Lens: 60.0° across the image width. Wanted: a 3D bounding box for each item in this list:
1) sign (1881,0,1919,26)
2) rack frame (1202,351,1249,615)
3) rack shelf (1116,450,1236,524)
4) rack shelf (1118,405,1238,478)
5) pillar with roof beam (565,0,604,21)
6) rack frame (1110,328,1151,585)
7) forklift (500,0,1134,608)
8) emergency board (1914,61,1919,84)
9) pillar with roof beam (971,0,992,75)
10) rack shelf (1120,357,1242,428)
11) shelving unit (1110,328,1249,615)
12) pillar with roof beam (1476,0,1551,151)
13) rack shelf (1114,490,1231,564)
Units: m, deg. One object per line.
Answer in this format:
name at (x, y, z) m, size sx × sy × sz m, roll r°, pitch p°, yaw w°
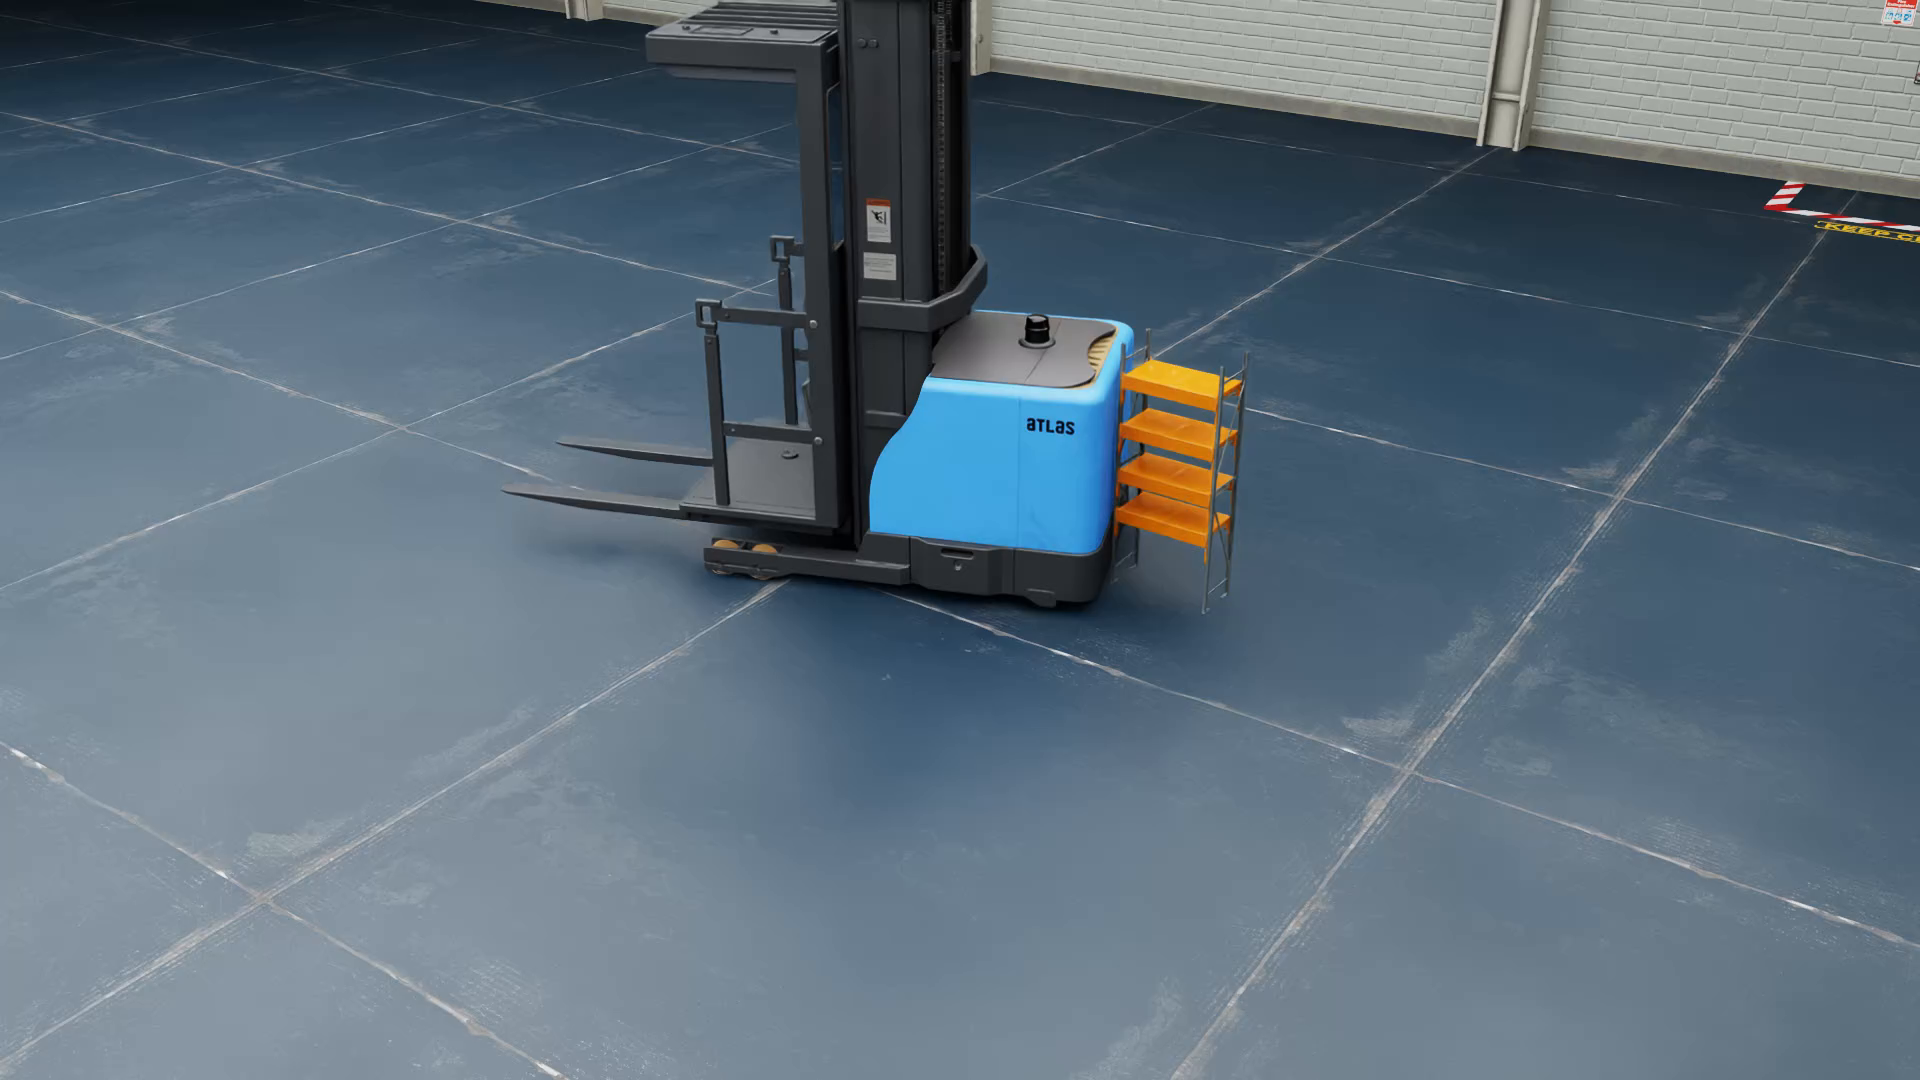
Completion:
sign at (7.580, -4.318, 13.387) m, size 0.234 × 0.329 × 0.001 m, roll 17°, pitch 32°, yaw 30°
rack frame at (1.179, -0.241, 7.401) m, size 0.015 × 1.200 × 0.240 m, roll 18°, pitch 32°, yaw 31°
rack shelf at (0.982, -0.246, 7.558) m, size 0.480 × 0.148 × 0.258 m, roll 18°, pitch 32°, yaw 31°
rack shelf at (0.982, -0.445, 7.457) m, size 0.480 × 0.148 × 0.258 m, roll 18°, pitch 32°, yaw 31°
pillar with roof beam at (-7.282, -9.159, 16.325) m, size 0.400 × 9.000 × 9.100 m, roll 17°, pitch 32°, yaw 30°
rack frame at (0.784, -0.371, 7.655) m, size 0.015 × 1.200 × 0.240 m, roll 18°, pitch 32°, yaw 31°
forklift at (-0.733, -1.342, 7.655) m, size 3.031 × 2.935 × 1.130 m, roll 6°, pitch 28°, yaw 12°
emergency board at (7.981, -4.130, 13.059) m, size 0.626 × 1.169 × 0.157 m, roll 17°, pitch 32°, yaw 30°
pillar with roof beam at (-2.336, -7.618, 13.298) m, size 0.400 × 9.000 × 9.100 m, roll 17°, pitch 32°, yaw 30°
rack shelf at (0.982, -0.656, 7.350) m, size 0.480 × 0.148 × 0.258 m, roll 18°, pitch 32°, yaw 31°
shelving unit at (0.982, -0.306, 7.528) m, size 0.503 × 1.200 × 0.258 m, roll 18°, pitch 32°, yaw 31°
pillar with roof beam at (2.610, -6.077, 10.270) m, size 0.400 × 9.000 × 9.100 m, roll 17°, pitch 32°, yaw 30°
rack shelf at (0.982, -0.069, 7.649) m, size 0.480 × 0.148 × 0.258 m, roll 18°, pitch 32°, yaw 31°
